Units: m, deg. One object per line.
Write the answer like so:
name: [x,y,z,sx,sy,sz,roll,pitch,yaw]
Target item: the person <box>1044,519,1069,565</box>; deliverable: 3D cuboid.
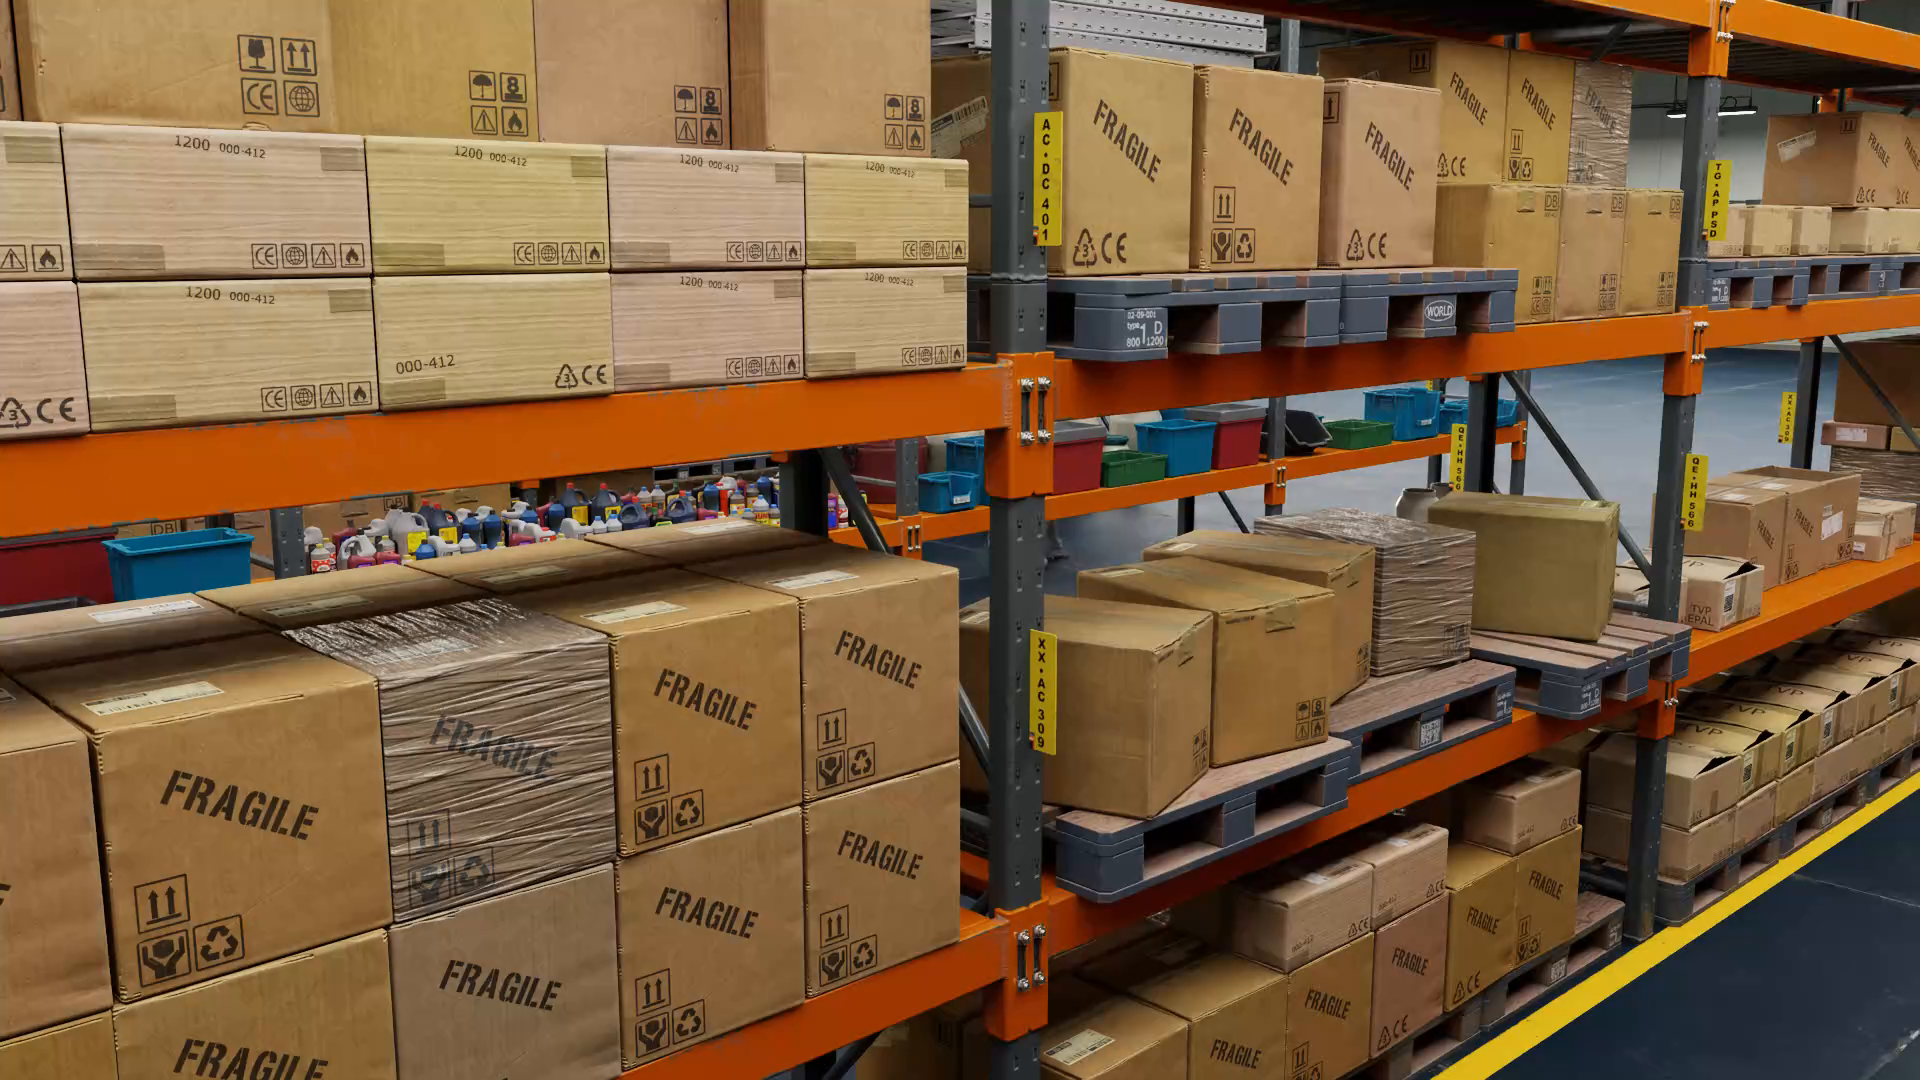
person: [0.878,-0.624,15.740,0.560,1.781,0.863,9,14,40]
